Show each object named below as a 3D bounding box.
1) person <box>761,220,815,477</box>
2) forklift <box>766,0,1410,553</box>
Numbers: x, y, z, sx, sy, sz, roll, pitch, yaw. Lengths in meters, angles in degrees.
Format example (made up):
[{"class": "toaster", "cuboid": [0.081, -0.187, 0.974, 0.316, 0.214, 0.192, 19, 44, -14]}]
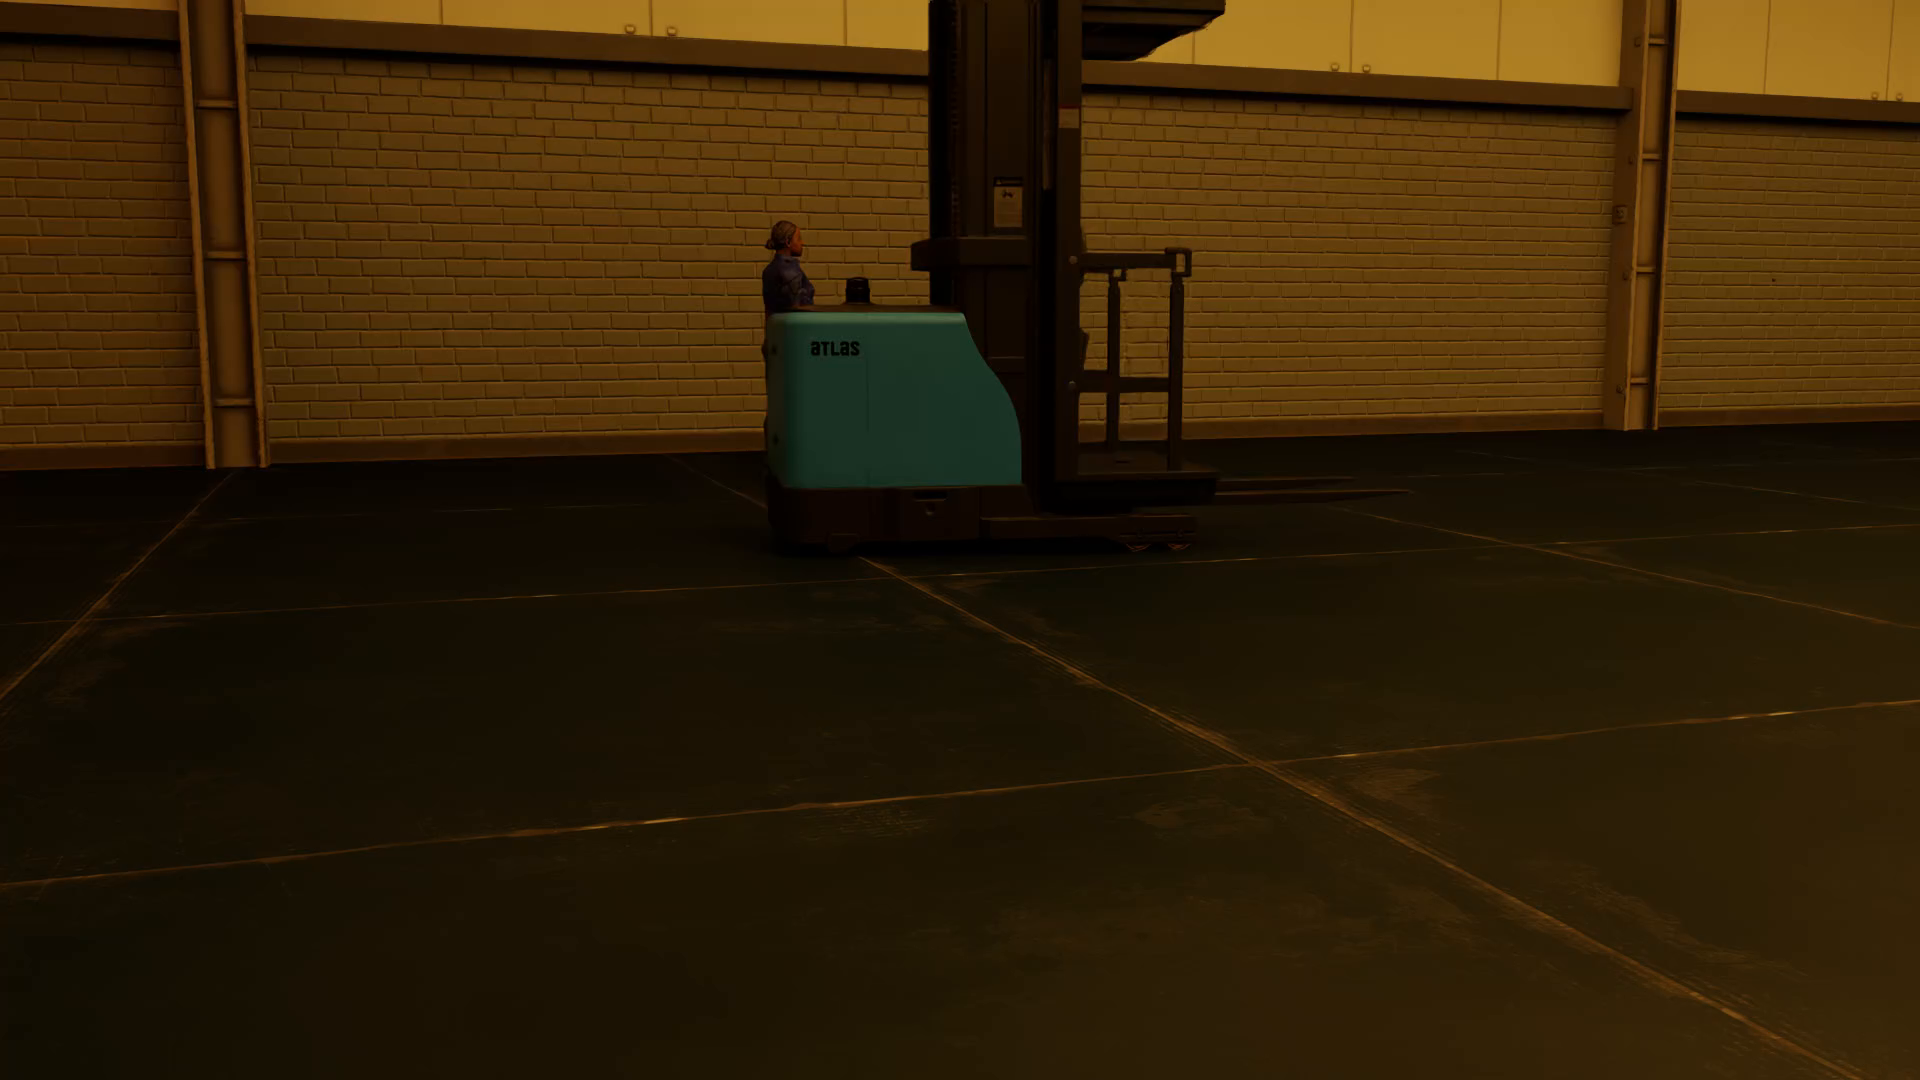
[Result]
[{"class": "person", "cuboid": [-1.087, -1.214, 10.709, 0.327, 1.662, 0.446, -5, 9, -30]}, {"class": "forklift", "cuboid": [0.620, -1.472, 7.869, 3.031, 2.935, 1.130, -2, 8, -11]}]
